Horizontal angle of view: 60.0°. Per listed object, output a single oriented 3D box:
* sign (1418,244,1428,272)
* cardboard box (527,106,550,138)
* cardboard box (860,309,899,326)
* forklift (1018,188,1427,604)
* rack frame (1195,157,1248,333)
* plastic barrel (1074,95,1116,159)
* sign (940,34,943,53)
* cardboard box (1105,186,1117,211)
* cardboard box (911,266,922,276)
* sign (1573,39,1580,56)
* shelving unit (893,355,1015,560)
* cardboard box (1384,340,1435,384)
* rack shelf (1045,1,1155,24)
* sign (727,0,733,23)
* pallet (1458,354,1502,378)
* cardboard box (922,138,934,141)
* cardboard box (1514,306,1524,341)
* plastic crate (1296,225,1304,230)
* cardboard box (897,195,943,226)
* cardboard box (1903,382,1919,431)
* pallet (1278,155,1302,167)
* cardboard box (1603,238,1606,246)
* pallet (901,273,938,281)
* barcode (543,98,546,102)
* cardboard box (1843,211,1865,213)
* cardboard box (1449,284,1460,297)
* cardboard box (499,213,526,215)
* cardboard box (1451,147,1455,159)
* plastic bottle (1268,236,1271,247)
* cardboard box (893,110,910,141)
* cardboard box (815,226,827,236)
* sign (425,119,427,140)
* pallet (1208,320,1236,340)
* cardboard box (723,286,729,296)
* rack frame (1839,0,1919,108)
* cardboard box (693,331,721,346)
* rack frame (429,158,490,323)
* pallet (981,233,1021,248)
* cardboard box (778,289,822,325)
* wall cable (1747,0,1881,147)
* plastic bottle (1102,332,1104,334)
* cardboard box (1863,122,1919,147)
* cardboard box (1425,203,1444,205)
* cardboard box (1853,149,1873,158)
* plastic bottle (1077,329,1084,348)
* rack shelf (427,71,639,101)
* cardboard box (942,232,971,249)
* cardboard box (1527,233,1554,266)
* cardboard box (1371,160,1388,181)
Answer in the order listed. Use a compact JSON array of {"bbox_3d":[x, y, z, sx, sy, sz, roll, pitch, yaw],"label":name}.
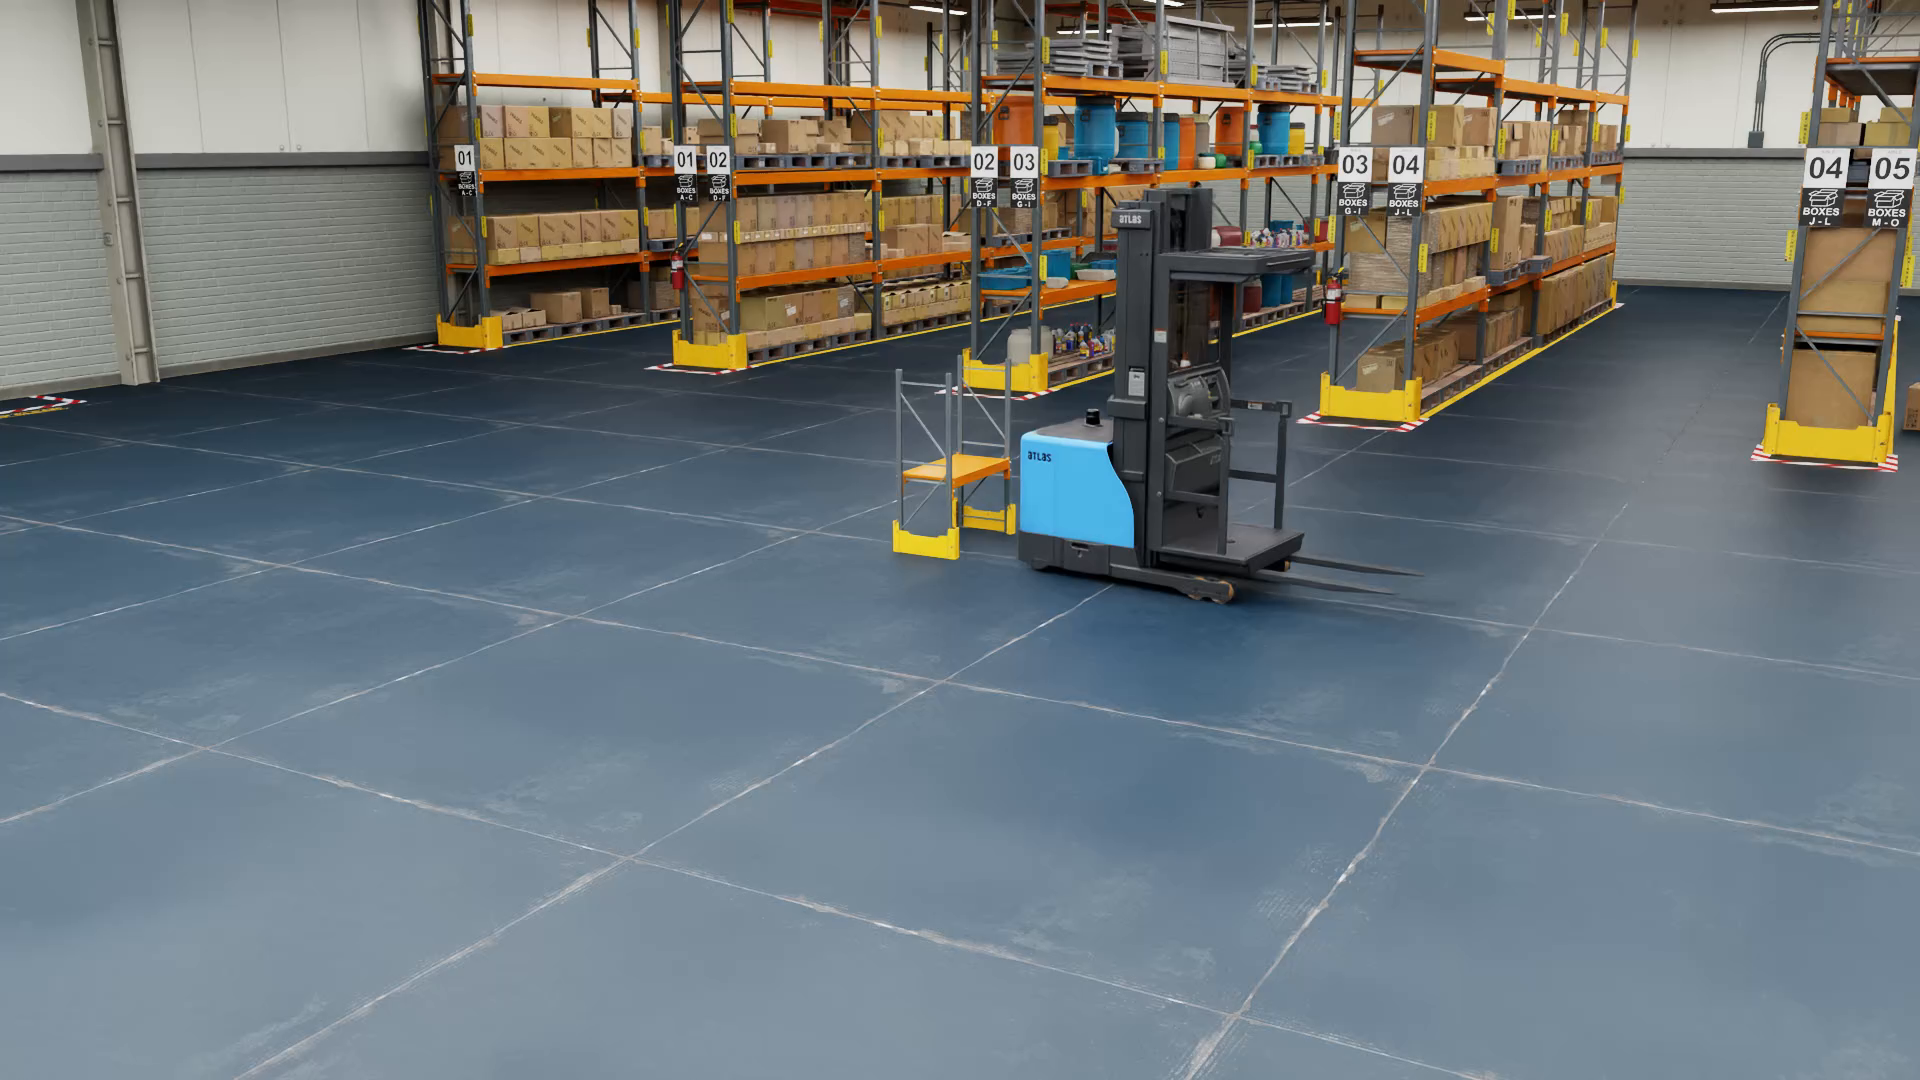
[{"bbox_3d":[5.425,-3.306,19.501,0.100,0.325,0.005,7,15,28],"label":"sign"},{"bbox_3d":[-7.135,-6.888,27.416,0.500,0.500,0.500,8,16,30],"label":"cardboard box"},{"bbox_3d":[-1.375,-3.813,28.420,0.500,0.250,0.500,7,15,27],"label":"cardboard box"},{"bbox_3d":[1.960,-1.101,12.348,3.031,2.935,1.130,9,16,34],"label":"forklift"},{"bbox_3d":[4.481,-5.149,28.993,1.000,3.000,0.127,7,15,28],"label":"rack frame"},{"bbox_3d":[1.973,-6.043,24.332,0.600,0.901,0.708,7,15,28],"label":"plastic barrel"},{"bbox_3d":[-0.333,-9.180,30.749,0.100,0.325,0.005,7,15,28],"label":"sign"},{"bbox_3d":[3.053,-7.343,35.744,0.500,0.500,0.500,7,15,26],"label":"cardboard box"},{"bbox_3d":[-1.310,-6.431,38.746,0.700,0.500,0.500,8,16,29],"label":"cardboard box"},{"bbox_3d":[12.202,-9.741,32.908,0.100,0.325,0.005,7,15,28],"label":"sign"},{"bbox_3d":[-0.037,-0.713,13.793,0.587,1.500,1.083,7,15,28],"label":"shelving unit"},{"bbox_3d":[5.844,-2.315,21.673,0.500,0.500,0.500,9,16,33],"label":"cardboard box"},{"bbox_3d":[3.048,-11.125,35.422,1.077,0.370,4.000,7,15,28],"label":"rack shelf"},{"bbox_3d":[-3.238,-7.453,23.418,0.100,0.325,0.005,7,15,28],"label":"sign"},{"bbox_3d":[7.258,-2.572,24.251,1.003,0.211,1.213,7,15,28],"label":"pallet"},{"bbox_3d":[-0.943,-9.157,38.425,0.500,0.250,0.500,7,15,26],"label":"cardboard box"},{"bbox_3d":[8.511,-3.447,26.327,0.700,0.500,0.500,6,15,25],"label":"cardboard box"},{"bbox_3d":[7.160,-6.393,34.382,0.416,0.233,0.300,7,15,28],"label":"plastic crate"},{"bbox_3d":[-0.904,-7.803,39.358,0.980,0.700,0.700,7,15,28],"label":"cardboard box"},{"bbox_3d":[11.324,-1.536,19.333,0.500,0.500,0.500,11,17,38],"label":"cardboard box"},{"bbox_3d":[5.576,-6.932,30.388,1.003,0.211,1.213,7,15,28],"label":"pallet"},{"bbox_3d":[12.183,-5.734,31.954,0.380,0.149,0.250,7,15,28],"label":"cardboard box"},{"bbox_3d":[-1.233,-6.135,39.032,1.003,0.211,1.213,7,15,28],"label":"pallet"},{"bbox_3d":[-7.173,-7.596,28.690,0.001,0.075,0.075,7,15,28],"label":"barcode"},{"bbox_3d":[12.641,-4.345,23.311,0.700,0.500,0.500,7,15,27],"label":"cardboard box"},{"bbox_3d":[6.299,-3.262,21.700,0.380,0.149,0.250,7,15,28],"label":"cardboard box"},{"bbox_3d":[-7.519,-5.261,28.135,0.500,0.500,0.500,7,15,27],"label":"cardboard box"},{"bbox_3d":[5.944,-4.819,20.693,0.380,0.149,0.250,7,15,26],"label":"cardboard box"},{"bbox_3d":[5.612,-5.397,30.293,0.097,0.271,0.097,0,14,0],"label":"plastic bottle"},{"bbox_3d":[-1.199,-7.086,28.451,0.500,0.500,0.500,9,16,33],"label":"cardboard box"},{"bbox_3d":[-2.346,-4.914,26.420,0.380,0.149,0.250,8,16,30],"label":"cardboard box"},{"bbox_3d":[-8.535,-6.586,26.663,0.100,0.325,0.005,7,15,28],"label":"sign"},{"bbox_3d":[4.073,-3.639,28.679,1.003,0.211,1.213,7,15,28],"label":"pallet"},{"bbox_3d":[-4.844,-5.024,32.869,0.700,0.500,0.500,7,15,28],"label":"cardboard box"},{"bbox_3d":[13.110,-6.922,23.545,1.000,3.000,0.127,7,15,28],"label":"rack frame"},{"bbox_3d":[-3.720,-3.081,25.384,0.500,0.250,0.500,7,15,28],"label":"cardboard box"},{"bbox_3d":[-8.059,-4.631,26.841,1.000,3.000,0.127,7,15,28],"label":"rack frame"},{"bbox_3d":[0.413,-5.765,31.956,1.213,0.211,1.003,7,15,28],"label":"pallet"},{"bbox_3d":[-2.539,-3.694,26.328,0.500,0.500,0.500,7,15,28],"label":"cardboard box"},{"bbox_3d":[18.435,-11.479,35.585,2.277,5.999,0.120,7,15,28],"label":"wall cable"},{"bbox_3d":[2.138,-2.958,24.760,0.061,0.283,0.133,7,15,28],"label":"plastic bottle"},{"bbox_3d":[9.701,-4.217,17.300,0.500,0.250,0.500,7,15,28],"label":"cardboard box"},{"bbox_3d":[6.203,-4.281,22.408,0.500,0.500,0.500,7,15,28],"label":"cardboard box"},{"bbox_3d":[11.378,-4.986,21.125,0.500,0.250,0.500,8,15,29],"label":"cardboard box"},{"bbox_3d":[1.830,-3.054,25.185,0.097,0.271,0.097,0,14,0],"label":"plastic bottle"},{"bbox_3d":[-7.092,-7.606,27.924,1.077,0.370,4.000,7,15,28],"label":"rack shelf"},{"bbox_3d":[-0.067,-5.598,31.045,0.500,0.311,0.500,9,16,32],"label":"cardboard box"},{"bbox_3d":[9.290,-4.706,26.939,0.500,0.500,0.500,8,16,30],"label":"cardboard box"},{"bbox_3d":[4.960,-4.460,20.053,0.500,0.250,0.500,8,16,29],"label":"cardboard box"}]
